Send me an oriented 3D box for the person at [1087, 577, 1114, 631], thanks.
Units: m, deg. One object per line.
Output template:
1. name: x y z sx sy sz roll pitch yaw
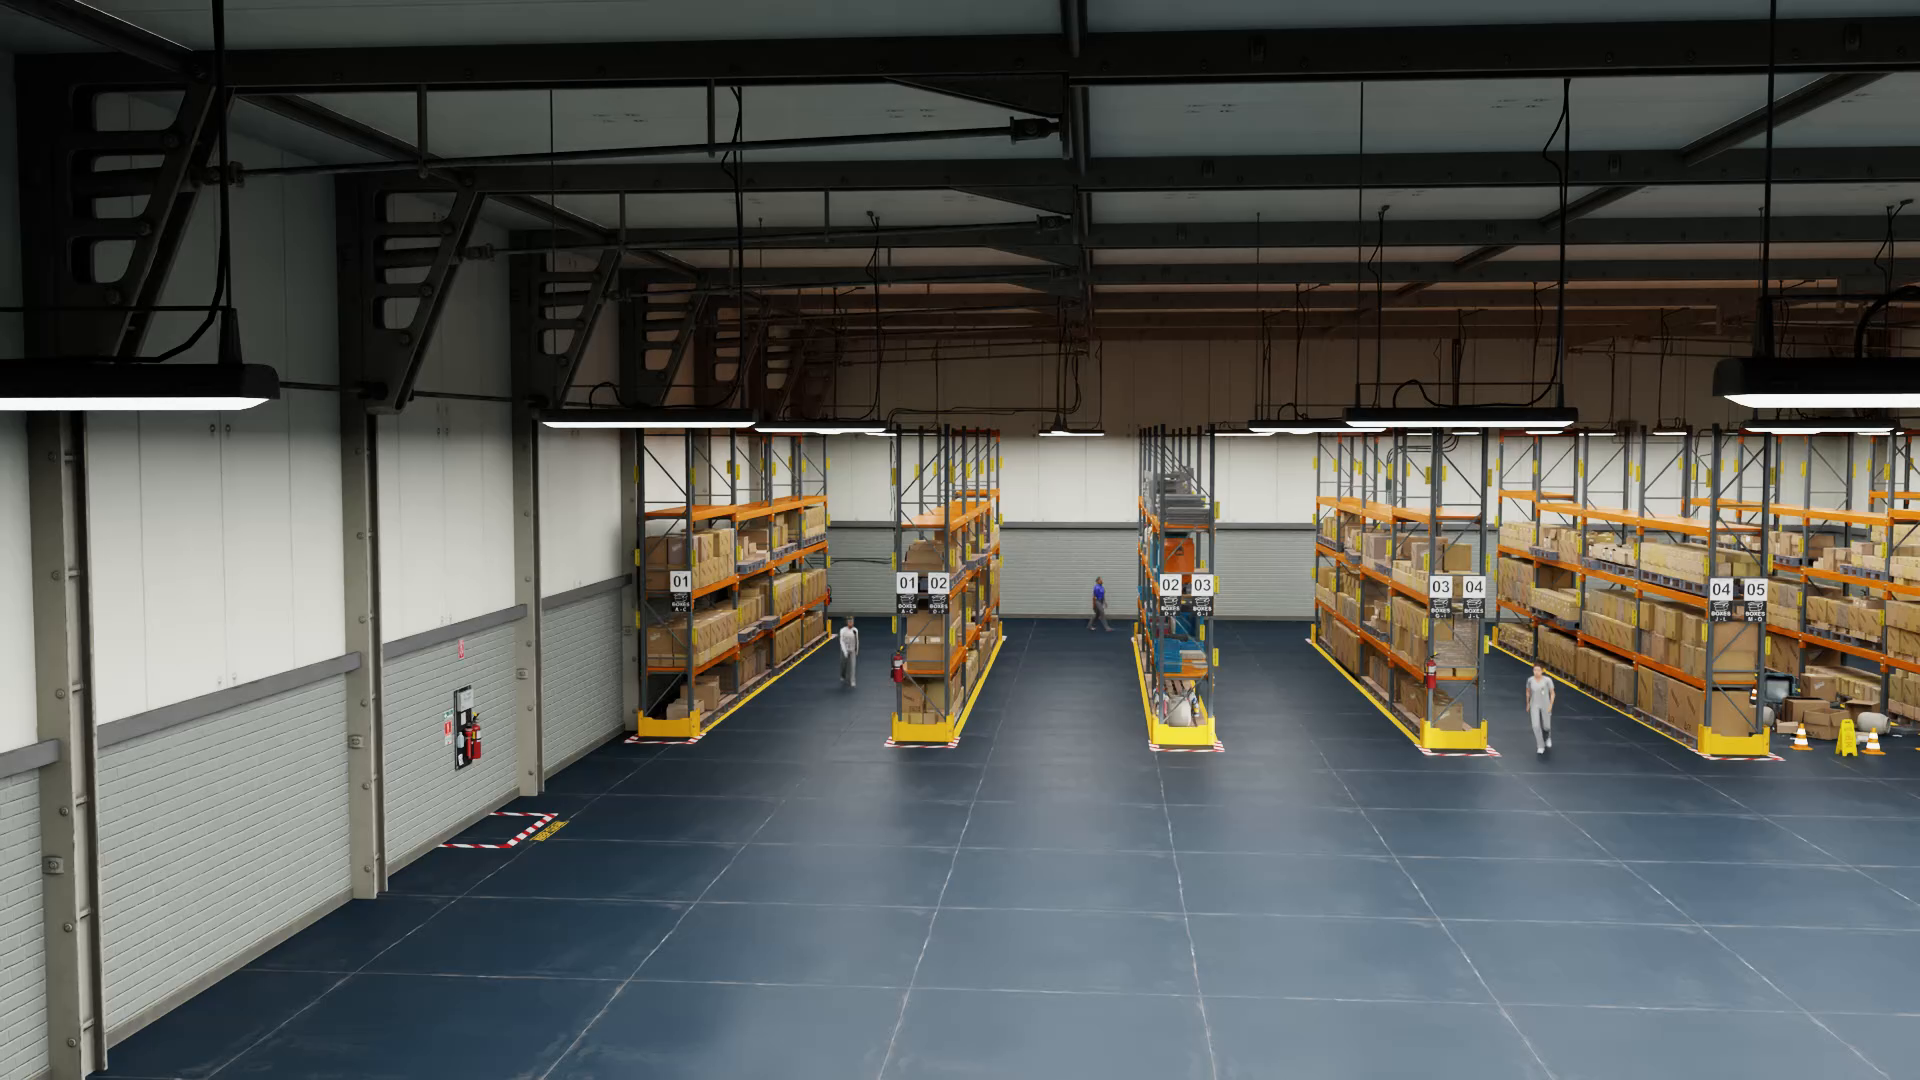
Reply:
1. person: 4.193 1.894 49.502 0.930 1.614 0.465 2 4 29

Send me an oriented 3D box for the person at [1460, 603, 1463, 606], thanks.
1. person: 13.733 2.113 44.704 0.580 1.718 1.102 0 3 6

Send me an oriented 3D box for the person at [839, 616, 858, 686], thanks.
1. person: -2.559 2.563 38.538 0.475 1.589 1.050 -1 4 -12

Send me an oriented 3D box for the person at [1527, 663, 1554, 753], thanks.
1. person: 10.664 3.050 30.523 0.498 1.645 0.647 2 4 27
